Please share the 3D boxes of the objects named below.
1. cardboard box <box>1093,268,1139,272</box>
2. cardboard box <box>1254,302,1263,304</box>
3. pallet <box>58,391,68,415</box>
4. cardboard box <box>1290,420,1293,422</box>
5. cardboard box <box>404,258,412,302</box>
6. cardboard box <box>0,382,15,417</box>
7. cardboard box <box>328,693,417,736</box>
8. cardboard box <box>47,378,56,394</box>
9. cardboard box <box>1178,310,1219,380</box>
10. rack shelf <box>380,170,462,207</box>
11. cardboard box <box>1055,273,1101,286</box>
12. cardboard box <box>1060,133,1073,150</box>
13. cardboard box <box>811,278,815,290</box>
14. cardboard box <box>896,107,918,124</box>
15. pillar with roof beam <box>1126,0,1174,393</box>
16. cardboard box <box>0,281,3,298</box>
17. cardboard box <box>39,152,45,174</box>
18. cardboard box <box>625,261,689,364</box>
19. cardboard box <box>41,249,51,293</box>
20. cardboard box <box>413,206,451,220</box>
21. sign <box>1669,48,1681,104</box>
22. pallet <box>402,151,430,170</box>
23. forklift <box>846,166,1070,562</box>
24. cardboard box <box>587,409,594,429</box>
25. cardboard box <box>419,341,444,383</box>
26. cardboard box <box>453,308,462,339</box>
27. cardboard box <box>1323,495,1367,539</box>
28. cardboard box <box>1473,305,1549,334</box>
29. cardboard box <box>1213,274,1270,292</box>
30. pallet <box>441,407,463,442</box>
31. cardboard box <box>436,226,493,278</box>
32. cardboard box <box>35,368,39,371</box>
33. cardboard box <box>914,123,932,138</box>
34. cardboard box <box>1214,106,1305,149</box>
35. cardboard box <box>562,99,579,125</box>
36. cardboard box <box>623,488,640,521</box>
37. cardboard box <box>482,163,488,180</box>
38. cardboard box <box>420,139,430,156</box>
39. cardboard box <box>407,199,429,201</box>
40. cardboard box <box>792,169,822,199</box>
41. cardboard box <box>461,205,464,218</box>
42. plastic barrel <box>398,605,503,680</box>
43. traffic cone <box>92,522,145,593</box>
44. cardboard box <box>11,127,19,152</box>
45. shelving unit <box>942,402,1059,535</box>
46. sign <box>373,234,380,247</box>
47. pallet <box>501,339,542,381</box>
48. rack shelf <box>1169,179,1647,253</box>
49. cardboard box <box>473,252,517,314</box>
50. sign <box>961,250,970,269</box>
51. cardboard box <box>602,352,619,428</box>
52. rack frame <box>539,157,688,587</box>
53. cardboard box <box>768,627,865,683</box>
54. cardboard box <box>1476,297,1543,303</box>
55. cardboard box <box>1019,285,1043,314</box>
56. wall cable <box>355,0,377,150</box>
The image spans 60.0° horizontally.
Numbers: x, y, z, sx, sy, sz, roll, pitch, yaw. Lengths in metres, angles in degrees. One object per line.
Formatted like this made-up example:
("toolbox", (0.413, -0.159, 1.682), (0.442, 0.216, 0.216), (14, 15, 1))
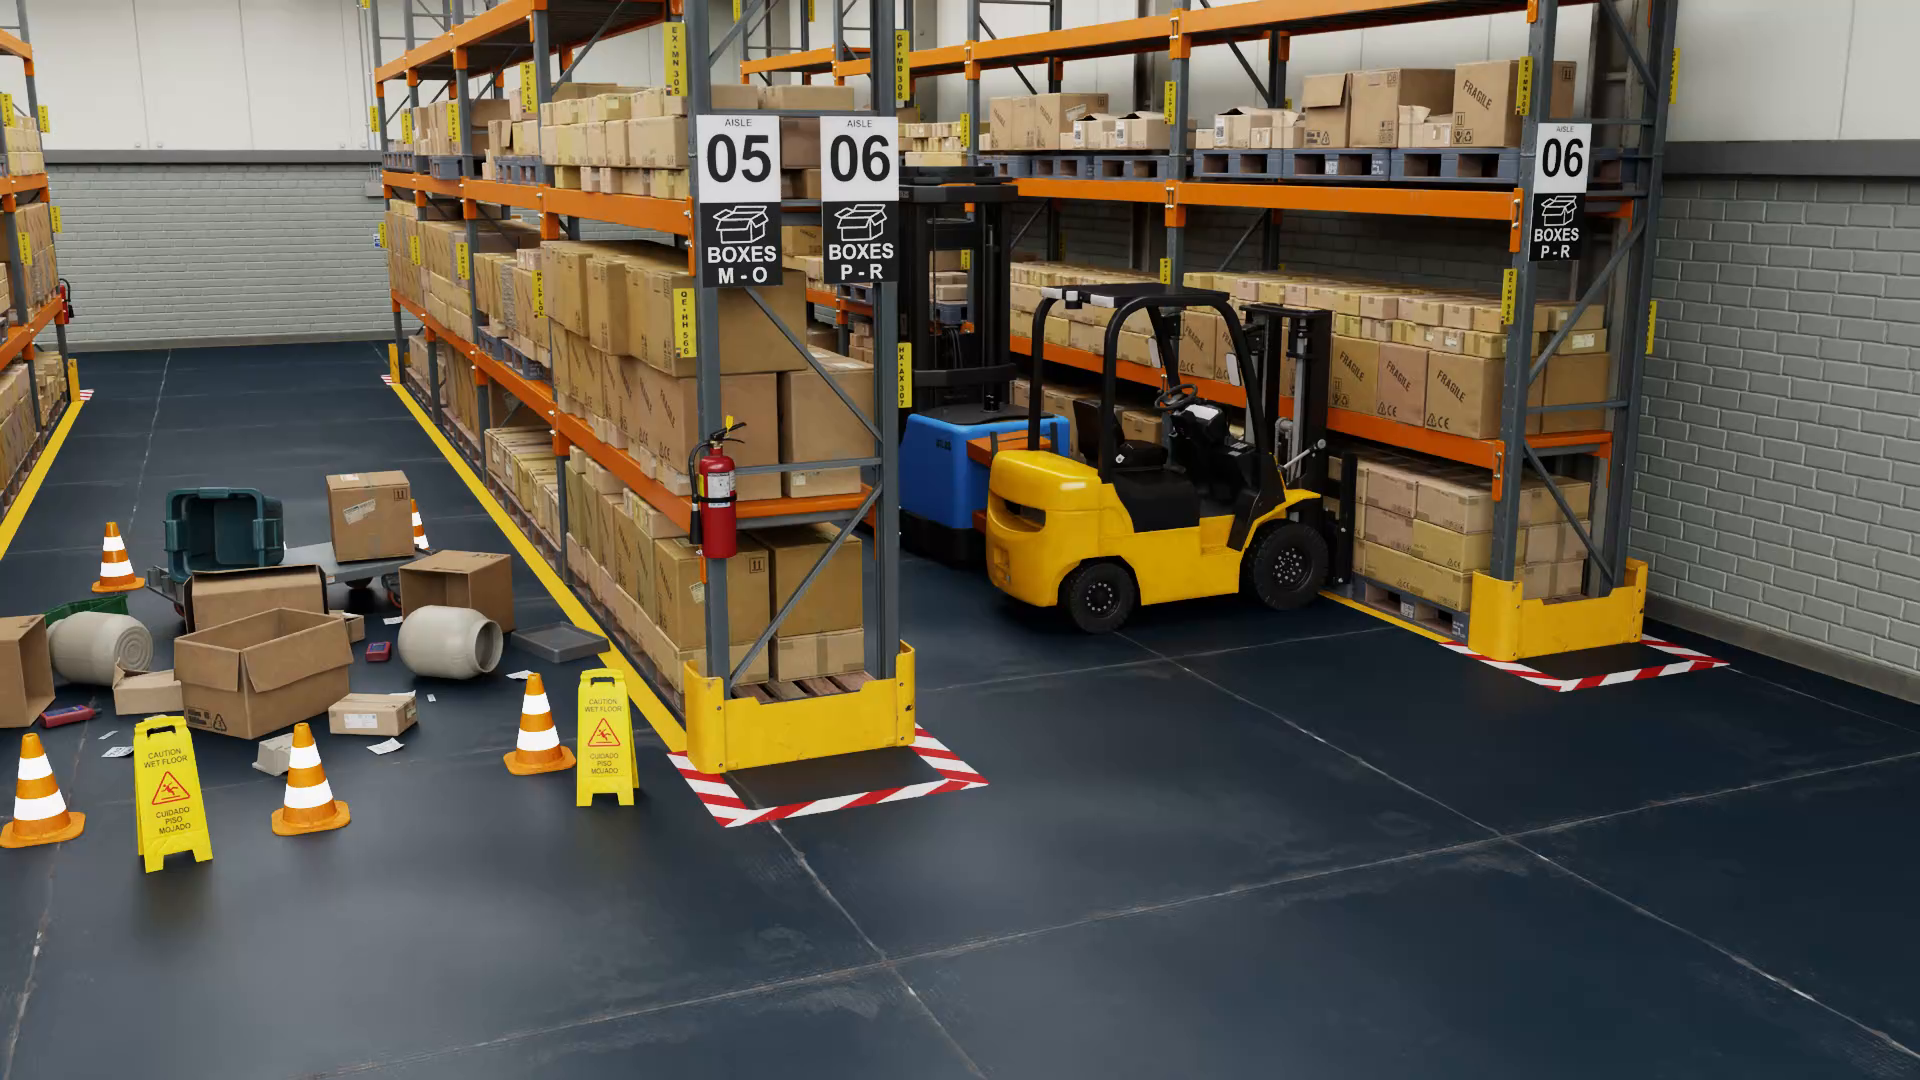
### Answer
("cardboard box", (1.495, -2.524, 15.963), (0.380, 0.149, 0.250), (-6, 14, -24))
("cardboard box", (2.411, -1.693, 12.371), (0.380, 0.149, 0.250), (-6, 14, -24))
("pallet", (-11.371, -1.651, 20.036), (1.003, 0.211, 1.213), (-6, 14, -23))
("cardboard box", (2.746, -0.799, 13.118), (0.500, 0.250, 0.500), (-6, 14, -24))
("cardboard box", (-6.443, -3.168, 20.183), (0.500, 0.500, 0.500), (-6, 14, -24))
("cardboard box", (-8.933, -1.268, 15.146), (0.500, 0.250, 0.500), (-6, 14, -23))
("cardboard box", (-3.165, 0.942, 8.970), (0.380, 0.149, 0.250), (1, 13, 6))
("cardboard box", (-10.571, -1.752, 19.018), (0.380, 0.149, 0.250), (-5, 14, -22))
("cardboard box", (2.093, -1.568, 13.269), (0.500, 0.500, 0.500), (-6, 14, -25))
("rack shelf", (-6.398, -4.362, 20.508), (1.077, 0.370, 4.000), (-6, 14, -23))
("cardboard box", (1.098, -2.359, 15.248), (0.380, 0.149, 0.250), (-6, 14, -24))
("cardboard box", (1.127, -3.586, 14.962), (0.380, 0.149, 0.250), (-6, 14, -24))
("cardboard box", (-1.740, -3.368, 21.826), (0.380, 0.149, 0.250), (-5, 14, -21))
("cardboard box", (-0.728, -5.117, 20.002), (0.396, 0.266, 0.258), (-6, 14, -23))
("pillar with roof beam", (-2.044, -4.807, 14.181), (9.100, 9.000, 0.400), (-6, 14, -23))
("cardboard box", (-9.548, -2.427, 16.170), (0.380, 0.149, 0.250), (-5, 14, -21))
("cardboard box", (-11.269, -4.515, 19.904), (0.500, 0.250, 0.500), (-6, 14, -24))
("cardboard box", (-1.390, -1.231, 8.936), (0.700, 0.500, 0.500), (-5, 14, -22))
("cardboard box", (-10.865, -3.110, 19.272), (0.500, 0.500, 0.500), (-6, 14, -23))
("cardboard box", (-6.012, -3.725, 18.933), (0.380, 0.149, 0.250), (-6, 14, -24))
("sign", (4.268, -2.783, 9.974), (0.100, 0.325, 0.005), (-6, 14, -23))
("pallet", (-5.915, -4.426, 19.386), (1.003, 0.211, 1.213), (-6, 14, -23))
("forklift", (-0.309, -1.551, 13.572), (1.130, 2.935, 3.031), (-7, 15, -29))
("cardboard box", (-2.210, -0.815, 10.795), (0.380, 0.149, 0.250), (-5, 14, -21))
("cardboard box", (-6.469, -2.305, 21.428), (0.875, 0.438, 0.875), (-5, 14, -21))
("cardboard box", (-4.654, -2.124, 16.226), (0.500, 0.250, 0.500), (-5, 14, -22))
("cardboard box", (2.858, -0.198, 11.631), (0.500, 0.250, 0.500), (-6, 14, -24))
("cardboard box", (3.420, -1.372, 10.328), (0.380, 0.149, 0.250), (-6, 14, -23))
("cardboard box", (2.214, -2.007, 13.069), (0.380, 0.149, 0.250), (-5, 14, -22))
("pallet", (-5.219, -1.327, 18.635), (1.003, 0.211, 1.213), (-6, 14, -23))
("cardboard box", (-5.043, -2.944, 17.000), (0.500, 0.500, 0.500), (-6, 14, -24))
("cardboard box", (-10.580, -1.836, 18.722), (0.380, 0.149, 0.250), (-6, 14, -25))
("cardboard box", (-0.273, -4.449, 18.075), (0.380, 0.149, 0.250), (-6, 14, -24))
("cardboard box", (2.264, -3.112, 12.554), (0.500, 0.311, 0.500), (-5, 14, -22))
("cardboard box", (-2.256, -2.655, 10.325), (0.380, 0.149, 0.250), (-6, 14, -23))
("cardboard box", (-1.760, -0.224, 9.749), (0.380, 0.149, 0.250), (-5, 14, -21))
("cardboard box", (-4.024, -3.270, 14.751), (0.380, 0.149, 0.250), (-6, 14, -23))
("cardboard box", (-5.410, -4.097, 17.354), (0.380, 0.166, 0.250), (-7, 15, -27))
("cardboard box", (-7.140, -4.370, 21.722), (0.380, 0.149, 0.250), (-5, 14, -22))
("cardboard box", (-0.625, -1.796, 8.380), (0.380, 0.149, 0.250), (-6, 14, -23))
("cardboard box", (-5.603, -3.830, 19.388), (0.380, 0.149, 0.250), (-5, 14, -22))
("plastic barrel", (-3.004, 0.606, 9.811), (0.512, 0.421, 0.421), (4, 14, 16))
("traffic cone", (-6.041, 0.105, 11.889), (0.336, 0.463, 0.334), (-6, 14, -23))
("cardboard box", (-10.260, -4.226, 17.550), (0.500, 0.250, 0.500), (-6, 14, -23))
("shelving unit", (0.320, -0.367, 12.364), (0.538, 1.125, 1.048), (-10, 16, -18))
("sign", (-9.548, -4.967, 27.580), (0.327, 0.218, 0.001), (-6, 14, -23))
("pallet", (-3.164, -1.513, 13.679), (1.003, 0.211, 1.213), (-6, 14, -23))
("rack shelf", (2.956, -2.332, 11.736), (1.077, 0.370, 4.000), (-6, 14, -23))
("cardboard box", (-4.026, -2.296, 14.825), (0.500, 0.500, 0.500), (-6, 14, -25))
("sign", (0.059, -2.935, 17.008), (0.100, 0.325, 0.005), (-6, 14, -23))
("cardboard box", (-1.839, -0.954, 9.956), (0.500, 0.500, 0.500), (-5, 14, -22))
("rack frame", (-2.392, -1.185, 11.838), (1.000, 3.000, 0.127), (-6, 14, -23))
("cardboard box", (-0.859, 0.585, 9.358), (0.500, 0.250, 0.500), (-6, 14, -23))
("cardboard box", (3.625, -1.517, 10.950), (0.380, 0.149, 0.250), (-5, 14, -22))
("cardboard box", (0.899, -2.304, 15.897), (0.500, 0.250, 0.500), (-6, 14, -24))
("wall cable", (-9.736, -7.737, 26.842), (0.463, 3.000, 0.029), (-6, 14, -23))
